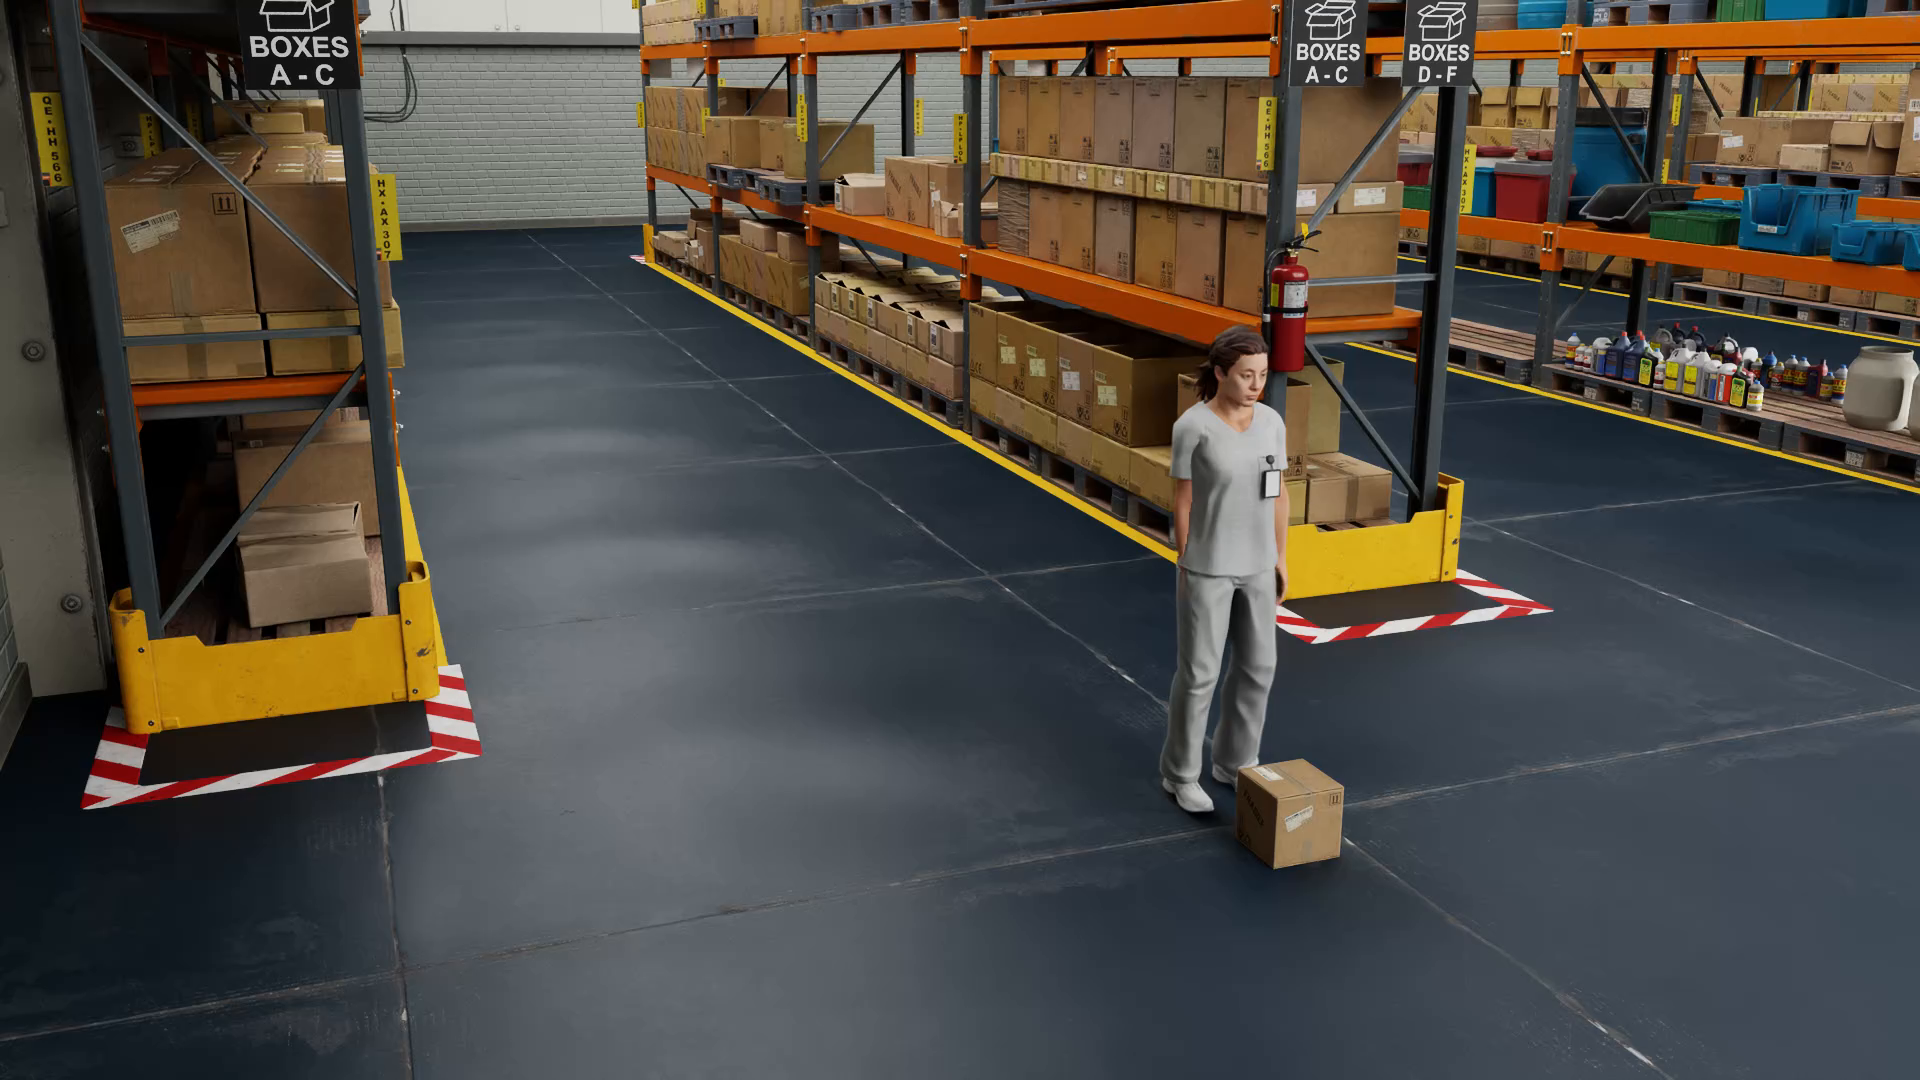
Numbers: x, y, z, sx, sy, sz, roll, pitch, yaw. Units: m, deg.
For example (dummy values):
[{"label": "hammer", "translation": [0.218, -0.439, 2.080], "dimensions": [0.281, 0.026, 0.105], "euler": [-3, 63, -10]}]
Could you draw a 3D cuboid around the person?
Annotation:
[{"label": "person", "translation": [0.917, 0.099, 5.705], "dimensions": [0.440, 1.681, 0.365], "euler": [-6, 17, -19]}]
